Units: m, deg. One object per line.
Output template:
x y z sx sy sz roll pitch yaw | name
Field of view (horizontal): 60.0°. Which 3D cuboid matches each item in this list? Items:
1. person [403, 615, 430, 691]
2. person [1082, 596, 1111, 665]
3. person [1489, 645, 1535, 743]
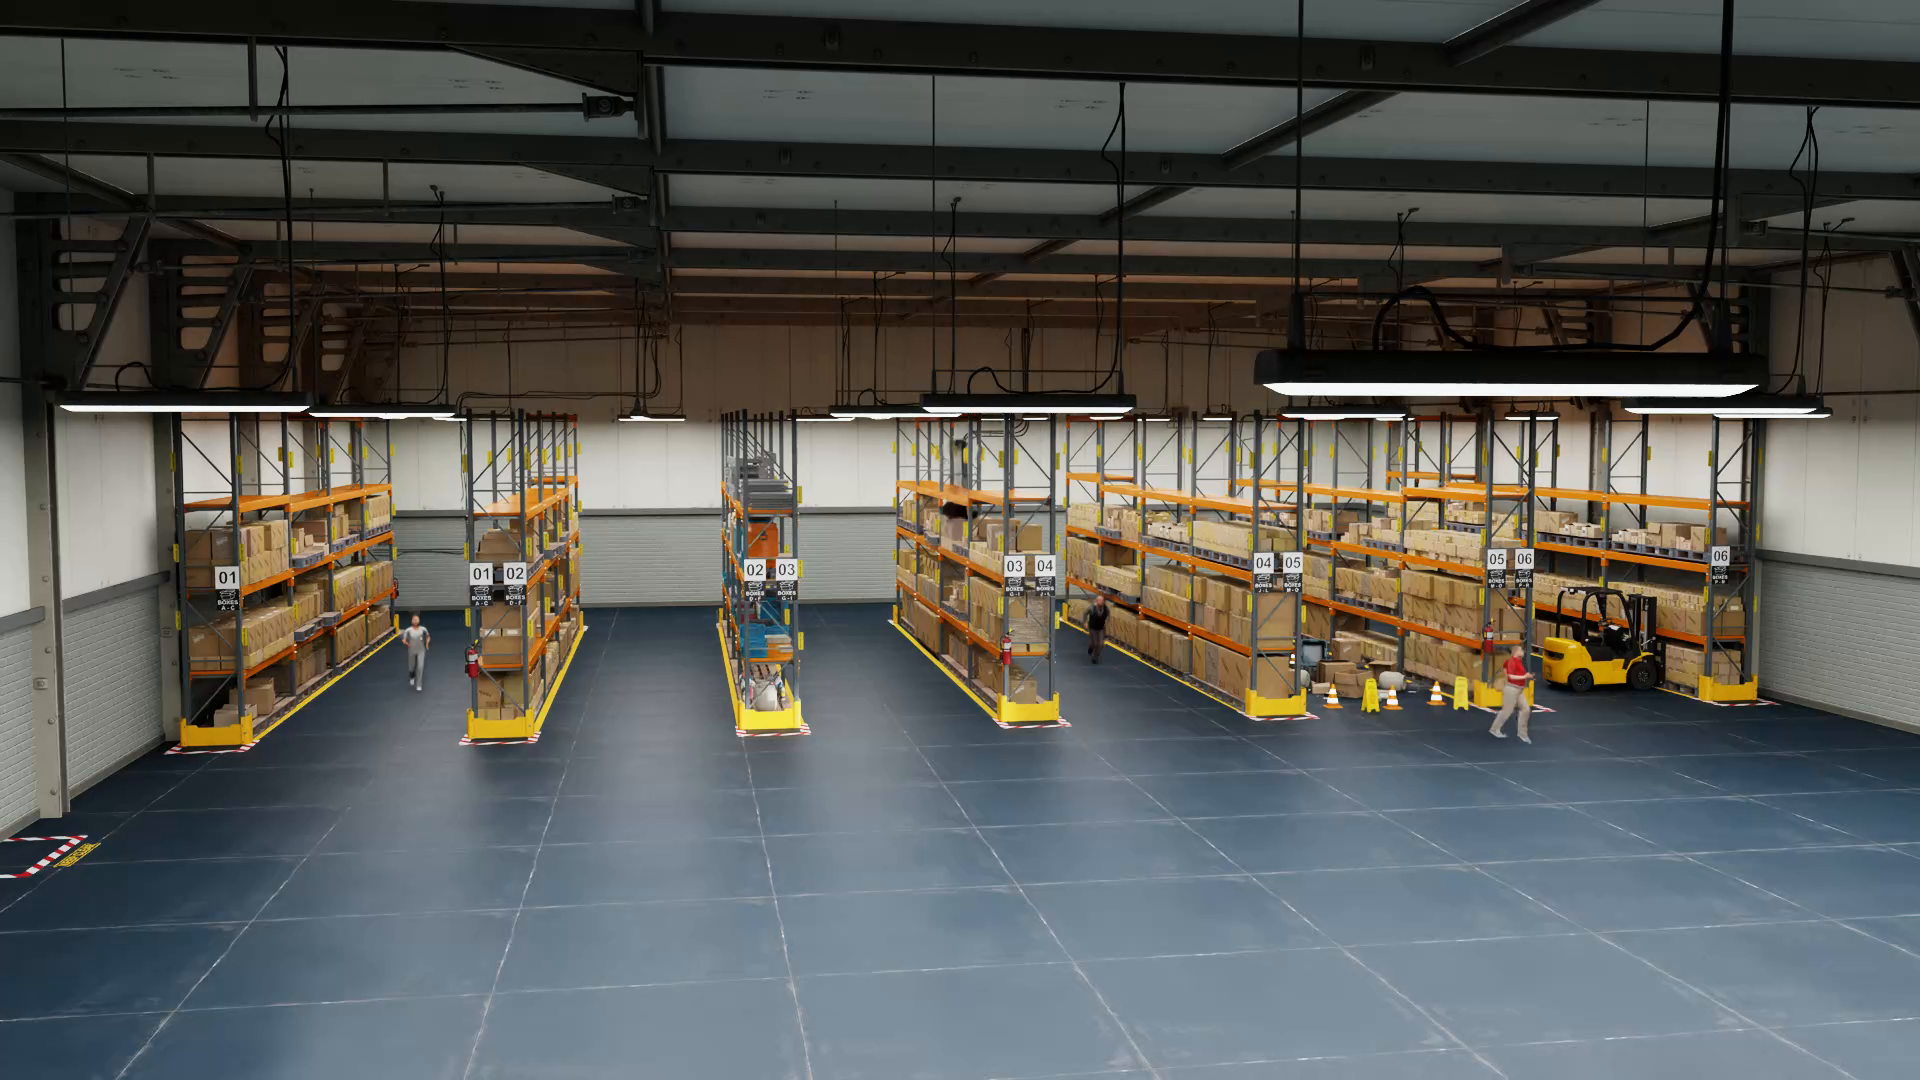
-11.670 2.414 35.743 0.573 1.628 0.758 -2 4 -22 | person
3.271 2.147 39.719 0.649 1.655 0.738 -1 4 -18 | person
9.949 2.793 29.962 0.803 1.802 0.627 3 5 35 | person
